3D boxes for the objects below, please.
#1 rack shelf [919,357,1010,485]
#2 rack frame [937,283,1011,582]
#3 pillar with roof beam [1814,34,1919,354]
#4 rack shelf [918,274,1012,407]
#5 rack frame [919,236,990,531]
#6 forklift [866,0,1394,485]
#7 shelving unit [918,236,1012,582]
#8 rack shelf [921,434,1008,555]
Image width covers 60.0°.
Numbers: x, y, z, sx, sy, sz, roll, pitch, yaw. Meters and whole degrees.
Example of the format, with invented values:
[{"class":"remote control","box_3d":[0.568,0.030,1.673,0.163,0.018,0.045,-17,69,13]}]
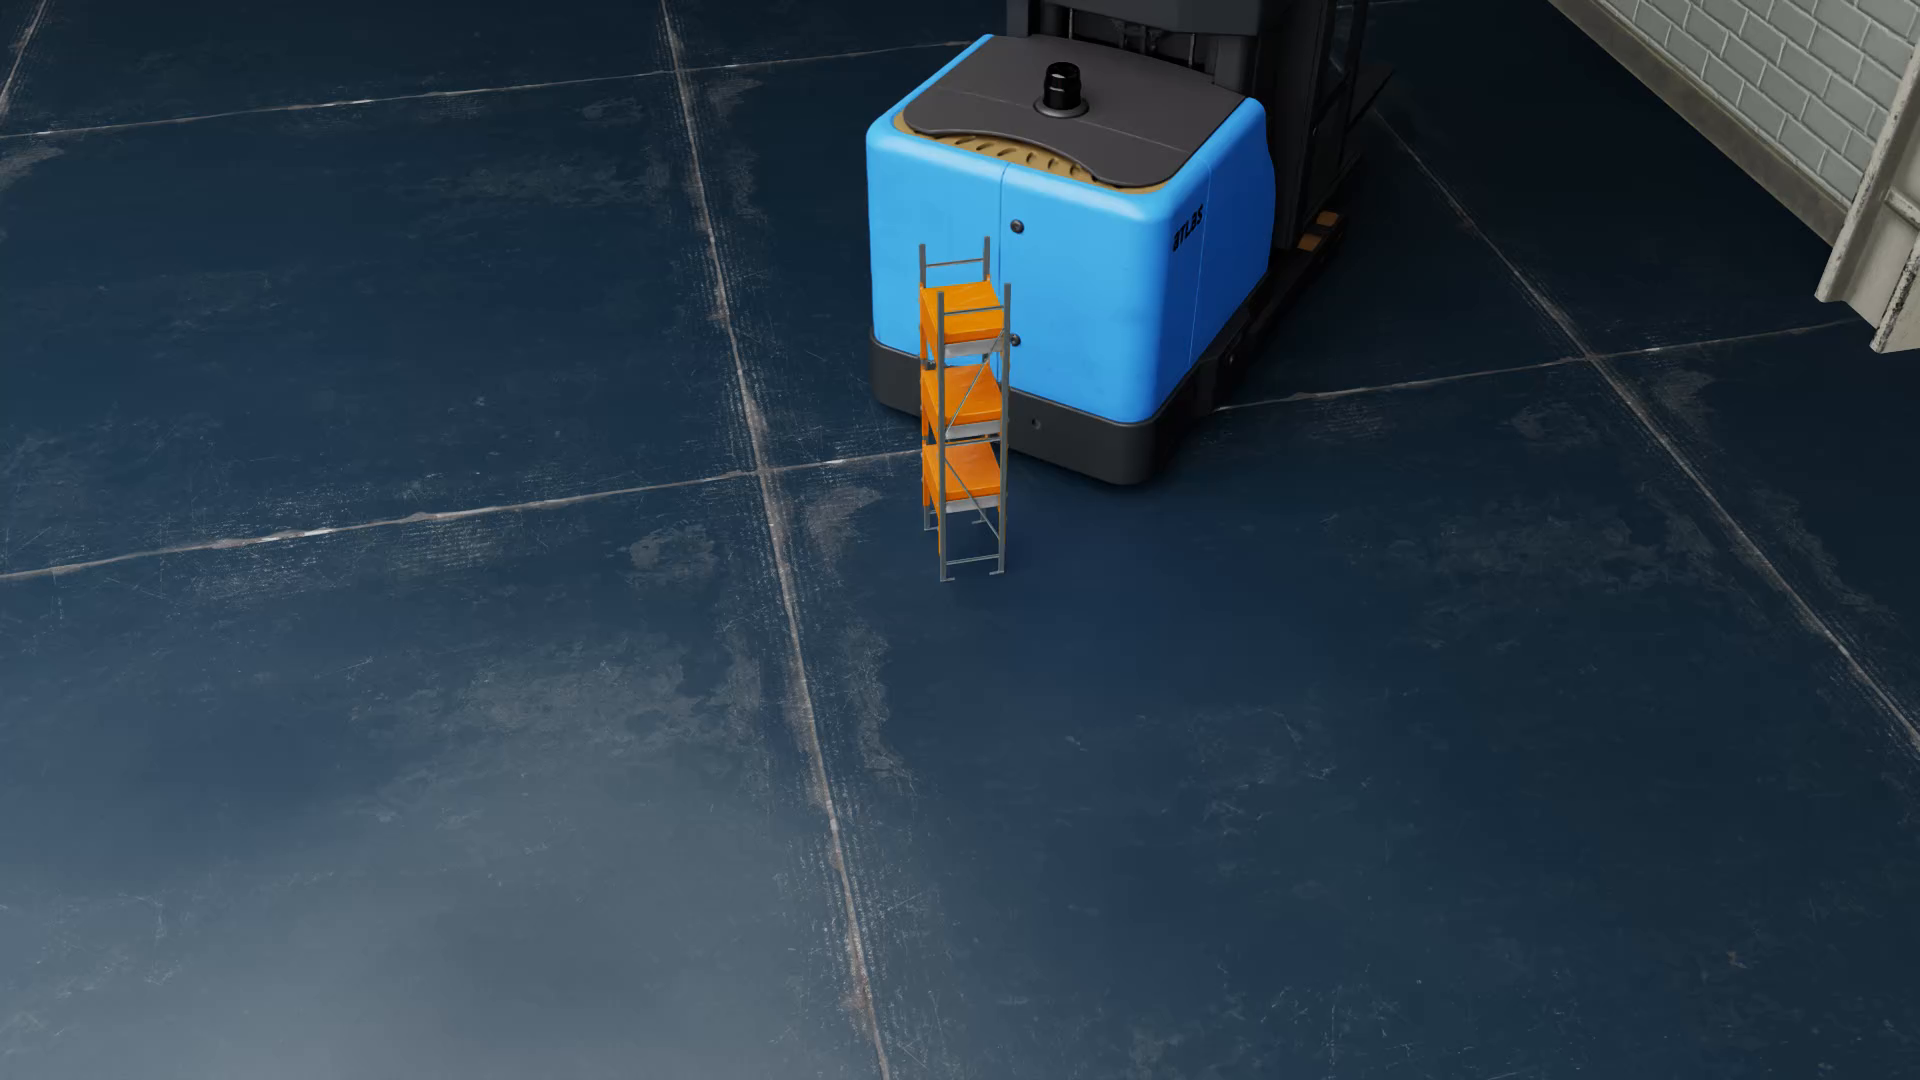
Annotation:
[{"class":"rack shelf","box_3d":[0.012,-0.350,4.869,0.215,0.259,0.240,-8,42,-9]},{"class":"rack frame","box_3d":[0.038,-0.279,4.773,0.200,1.050,0.008,-8,42,-9]},{"class":"pillar with roof beam","box_3d":[-0.779,-3.573,2.496,9.100,9.000,0.400,-8,42,-9]},{"class":"rack shelf","box_3d":[0.012,-0.562,4.681,0.215,0.259,0.240,-8,42,-9]},{"class":"rack frame","box_3d":[-0.015,-0.437,4.951,0.200,1.050,0.008,-8,42,-9]},{"class":"forklift","box_3d":[0.857,-2.239,5.564,1.130,2.935,3.031,20,46,22]},{"class":"shelving unit","box_3d":[0.012,-0.358,4.862,0.215,1.050,0.252,-8,42,-9]},{"class":"rack shelf","box_3d":[0.012,-0.142,5.054,0.215,0.259,0.240,-8,42,-9]}]
